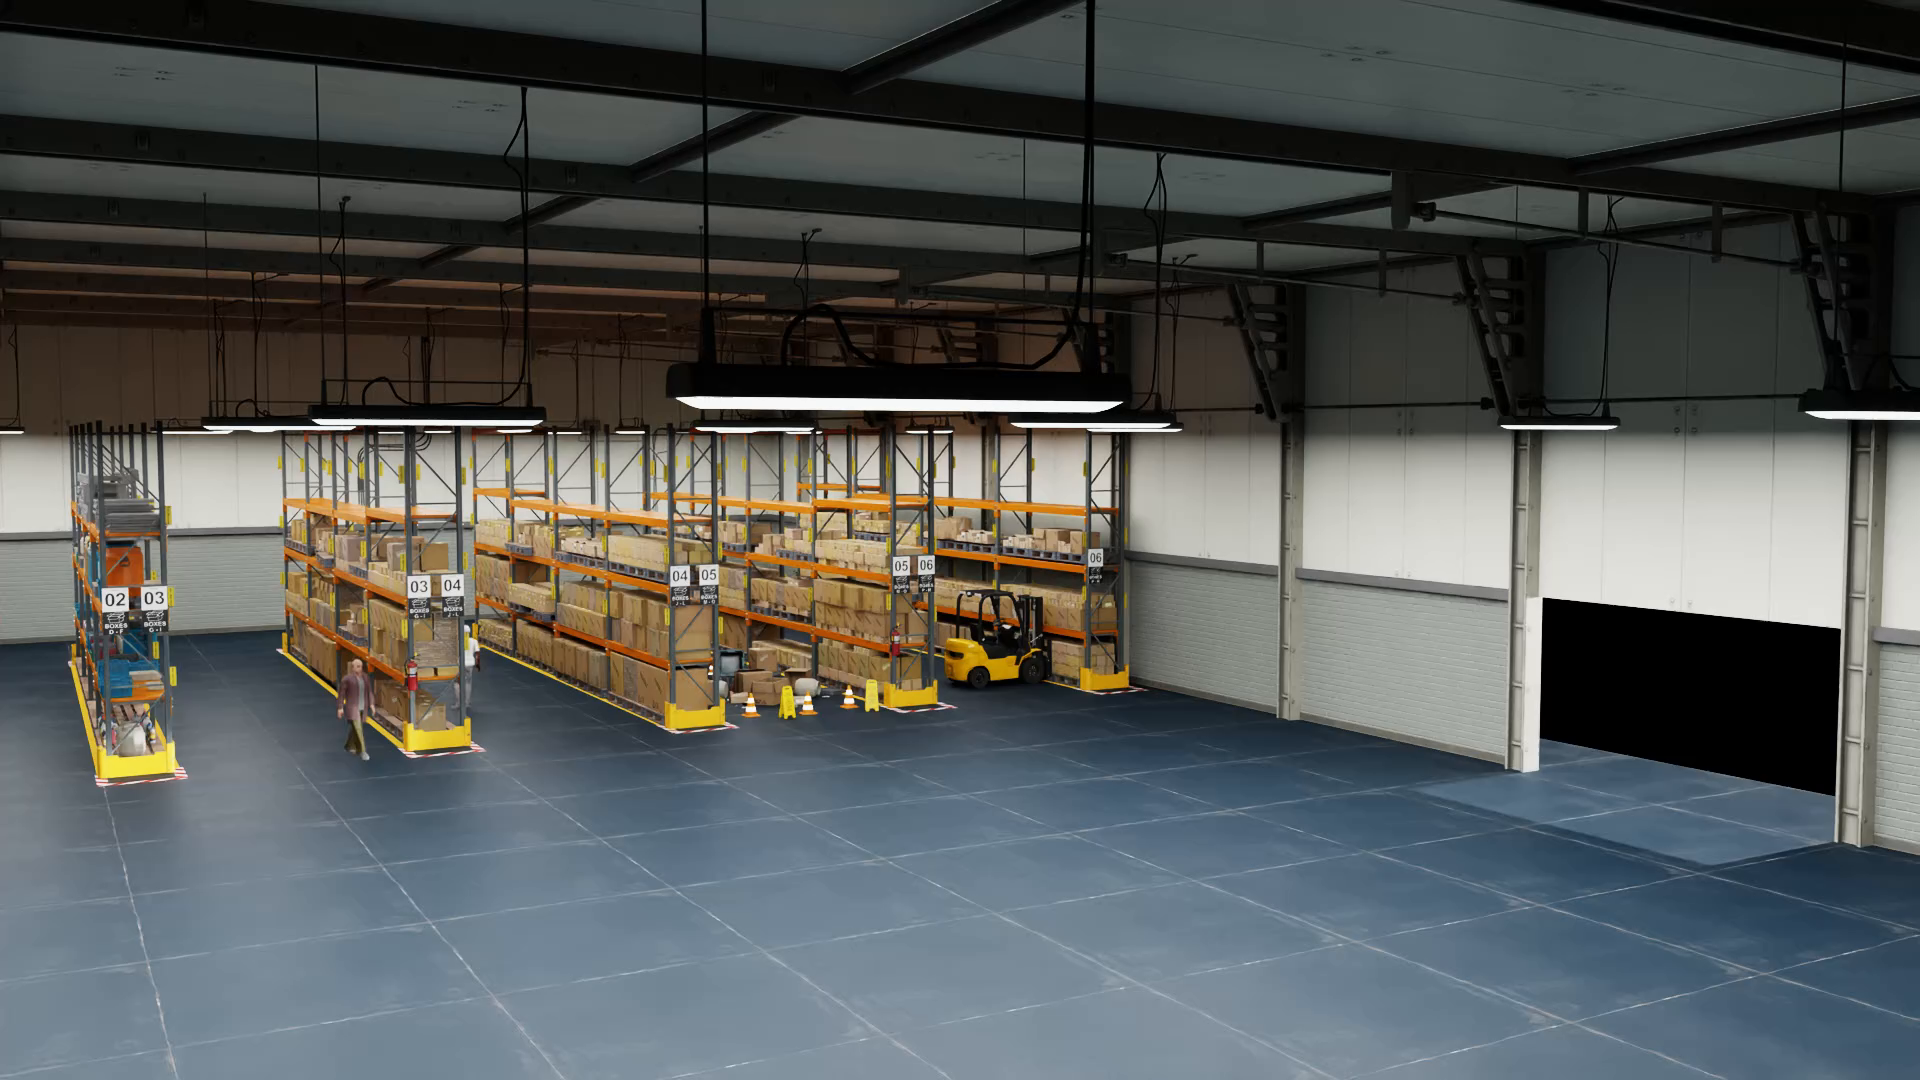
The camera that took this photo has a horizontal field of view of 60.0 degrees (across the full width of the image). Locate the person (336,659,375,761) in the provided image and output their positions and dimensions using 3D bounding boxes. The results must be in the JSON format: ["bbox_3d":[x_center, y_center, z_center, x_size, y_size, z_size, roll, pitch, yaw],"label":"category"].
[{"bbox_3d":[-10.704,2.996,29.607,0.983,1.737,0.611,2,4,30],"label":"person"}]

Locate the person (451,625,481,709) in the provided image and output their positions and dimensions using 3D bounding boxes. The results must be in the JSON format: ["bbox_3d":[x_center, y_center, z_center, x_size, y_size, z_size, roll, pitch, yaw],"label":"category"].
[{"bbox_3d":[-10.499,2.683,35.251,0.666,1.747,0.661,-2,4,-28],"label":"person"}]
